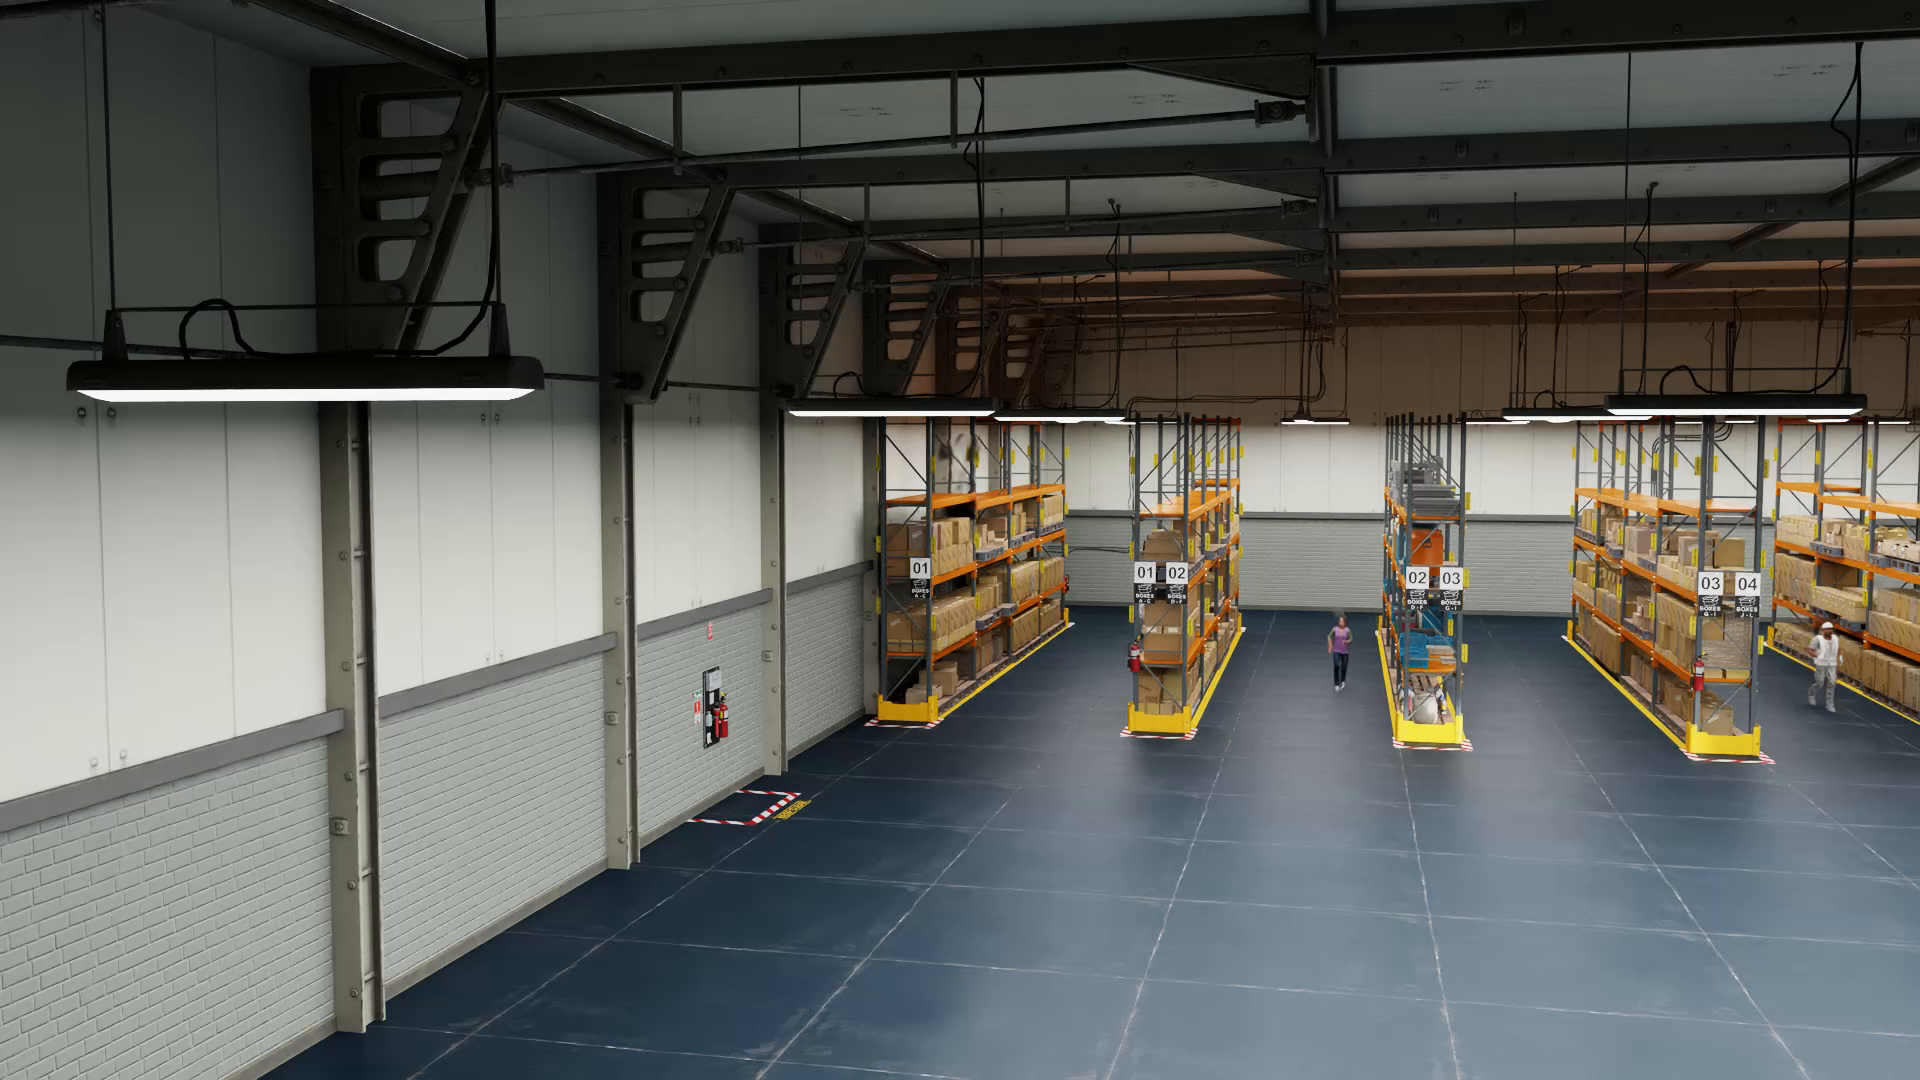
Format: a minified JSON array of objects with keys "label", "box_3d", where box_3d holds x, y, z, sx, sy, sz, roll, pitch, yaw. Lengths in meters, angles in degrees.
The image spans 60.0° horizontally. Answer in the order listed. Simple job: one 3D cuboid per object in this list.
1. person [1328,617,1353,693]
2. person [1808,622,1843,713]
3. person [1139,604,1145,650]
[{"label":"person","box_3d":[8.265,2.479,36.091,0.508,1.647,0.728,1,4,8]},{"label":"person","box_3d":[17.556,2.551,33.741,0.708,1.789,0.852,0,4,2]},{"label":"person","box_3d":[4.731,2.029,42.345,0.625,1.654,0.723,1,4,9]}]
